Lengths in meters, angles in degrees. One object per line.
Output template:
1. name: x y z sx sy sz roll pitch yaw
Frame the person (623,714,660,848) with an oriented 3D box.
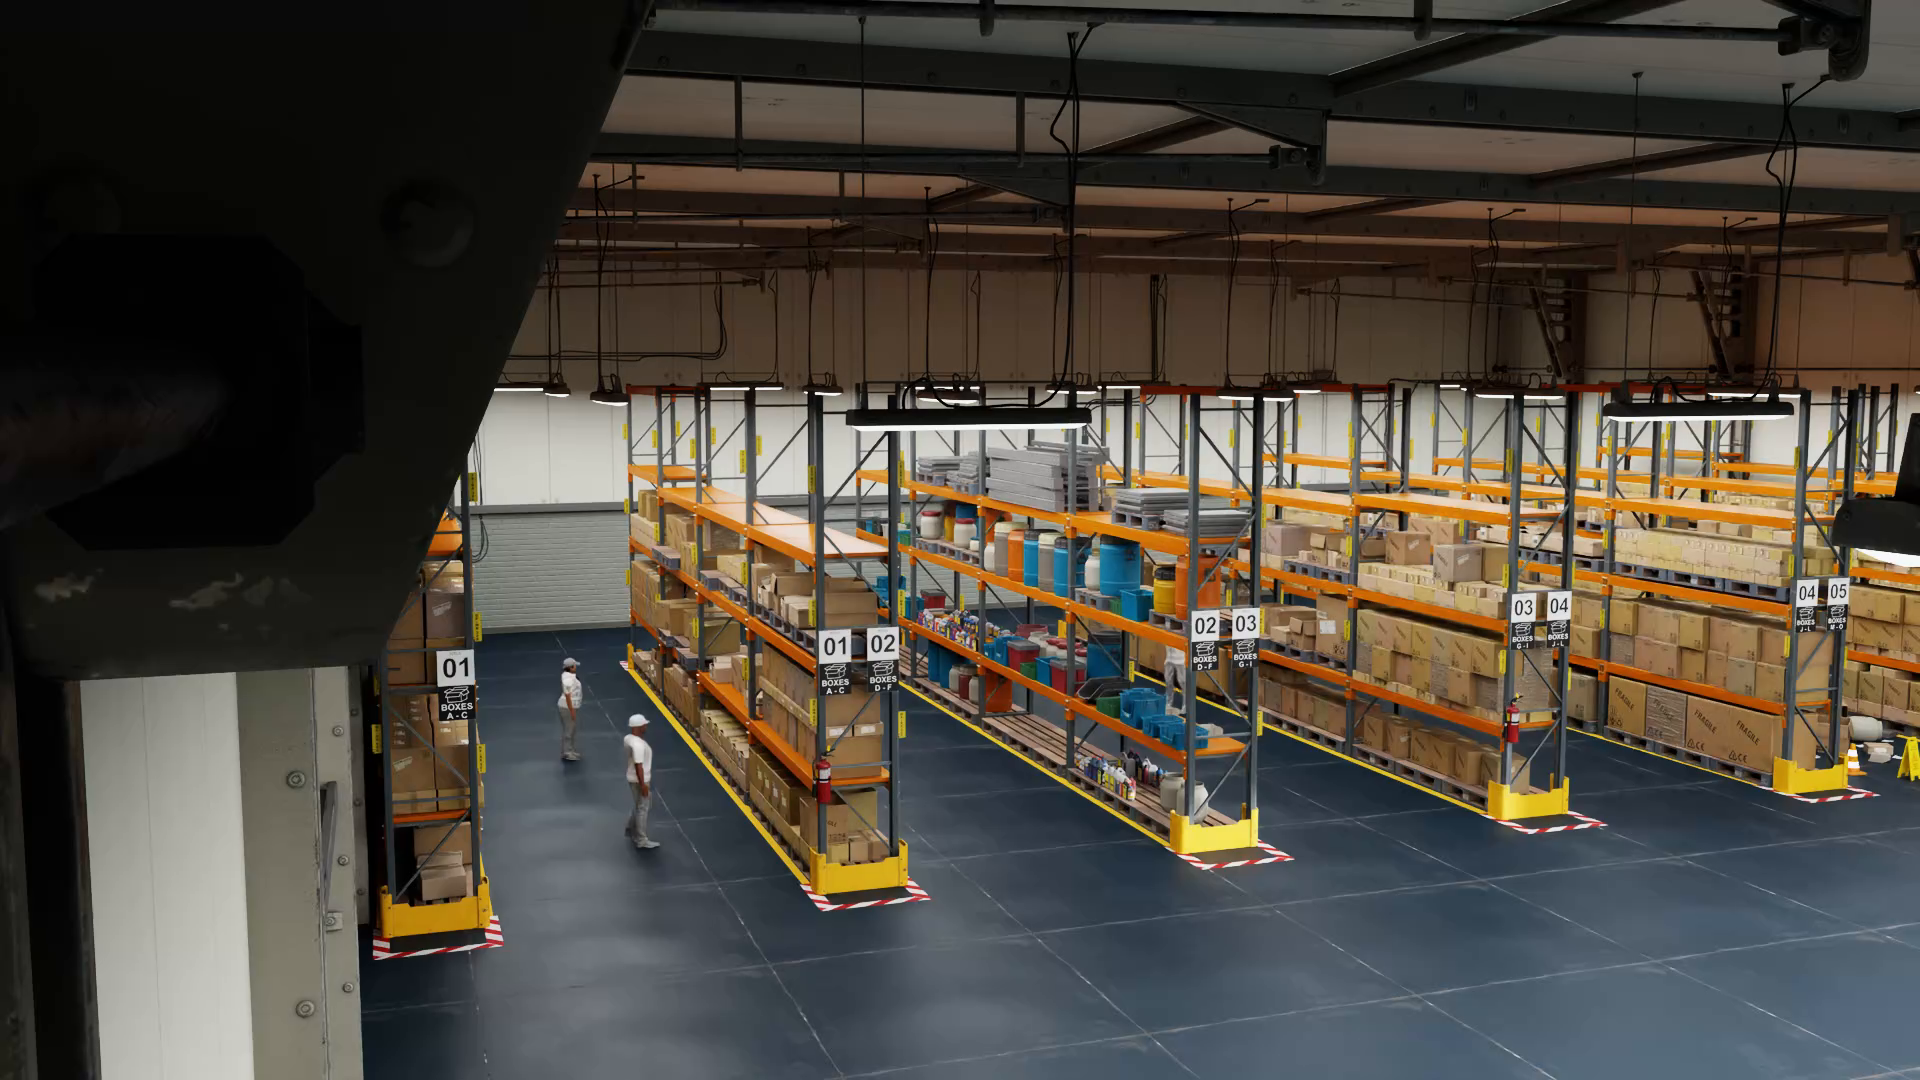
1. person: -4.237 3.193 22.048 0.470 1.789 0.643 -1 6 -13

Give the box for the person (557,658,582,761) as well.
1. person: -6.310 2.730 26.941 0.402 1.669 0.533 0 6 -1

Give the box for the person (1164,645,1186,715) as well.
1. person: 3.937 2.260 30.377 0.414 1.782 0.621 -5 8 -38
